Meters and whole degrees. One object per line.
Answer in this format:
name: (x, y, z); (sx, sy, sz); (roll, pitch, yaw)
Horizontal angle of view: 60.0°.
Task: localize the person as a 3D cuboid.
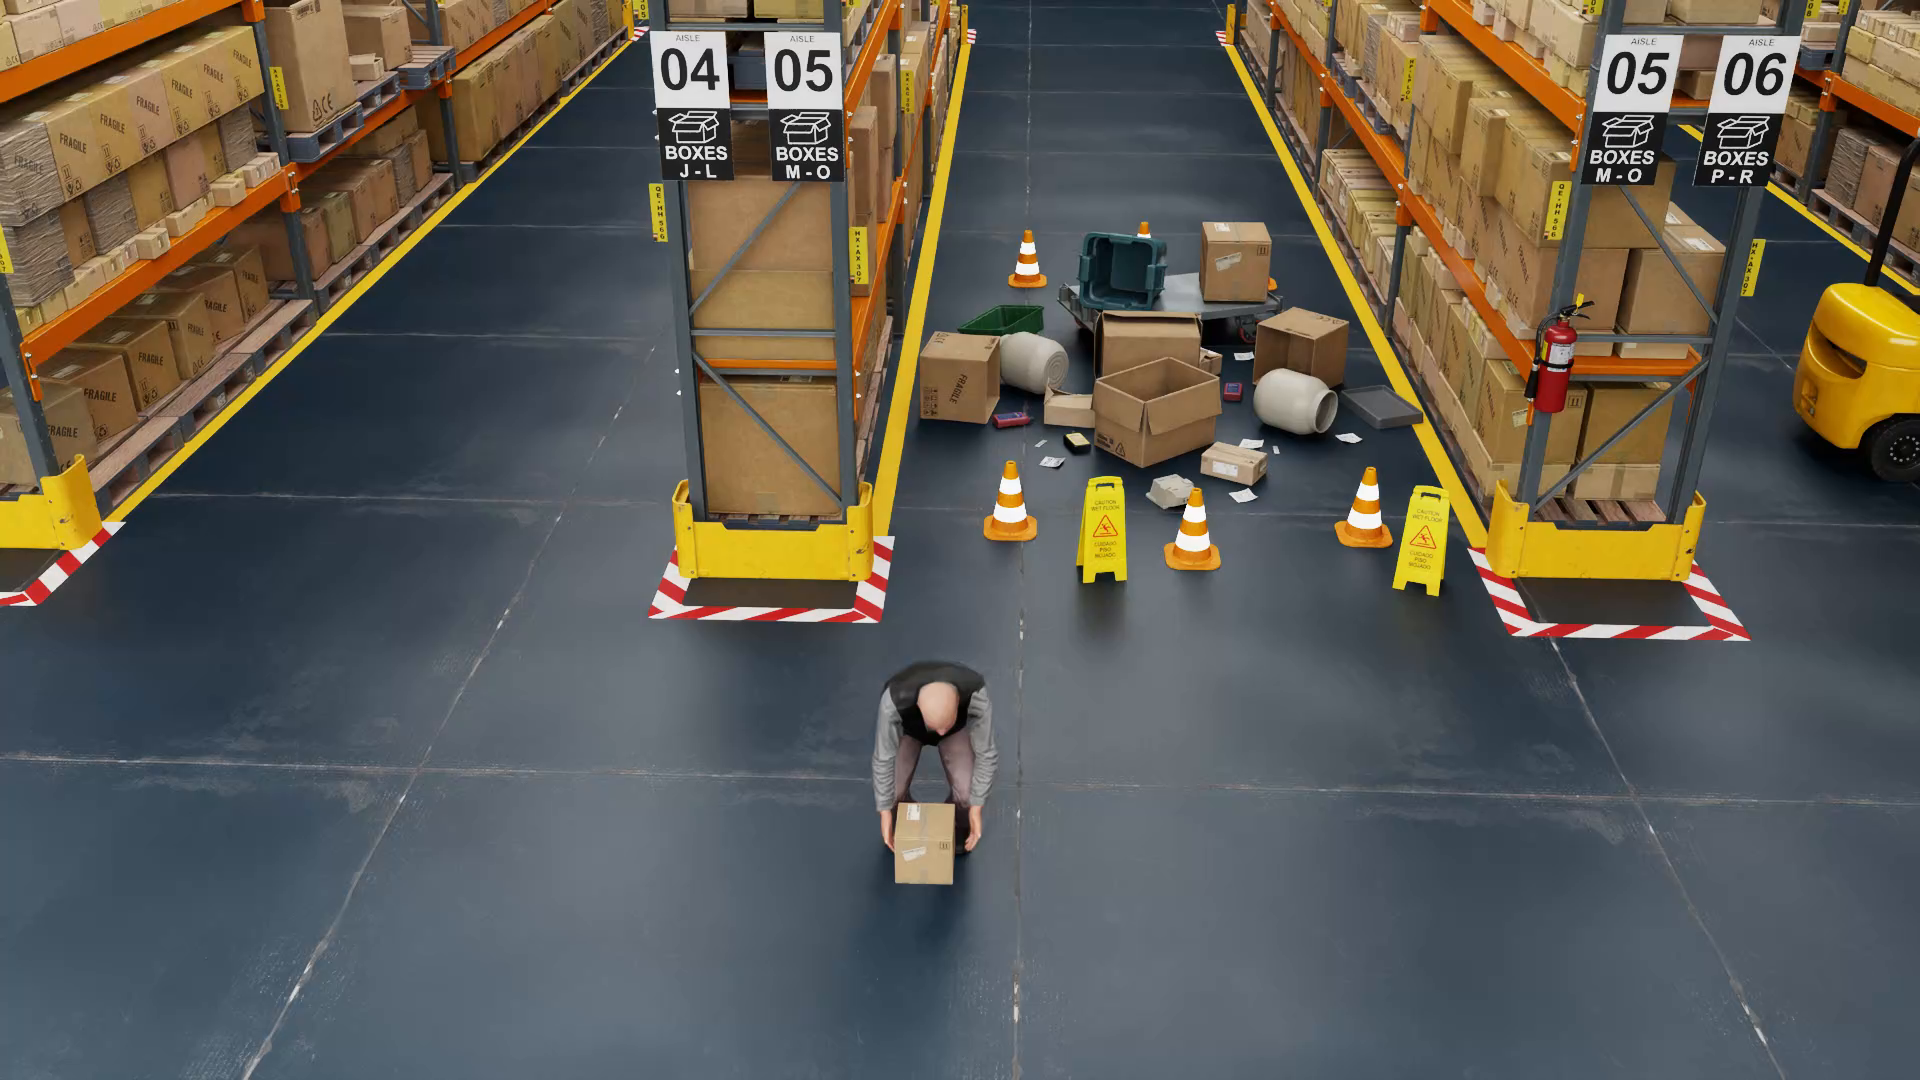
person: (-0.103, 0.950, 7.511); (0.561, 1.104, 0.824); (1, 28, 2)
